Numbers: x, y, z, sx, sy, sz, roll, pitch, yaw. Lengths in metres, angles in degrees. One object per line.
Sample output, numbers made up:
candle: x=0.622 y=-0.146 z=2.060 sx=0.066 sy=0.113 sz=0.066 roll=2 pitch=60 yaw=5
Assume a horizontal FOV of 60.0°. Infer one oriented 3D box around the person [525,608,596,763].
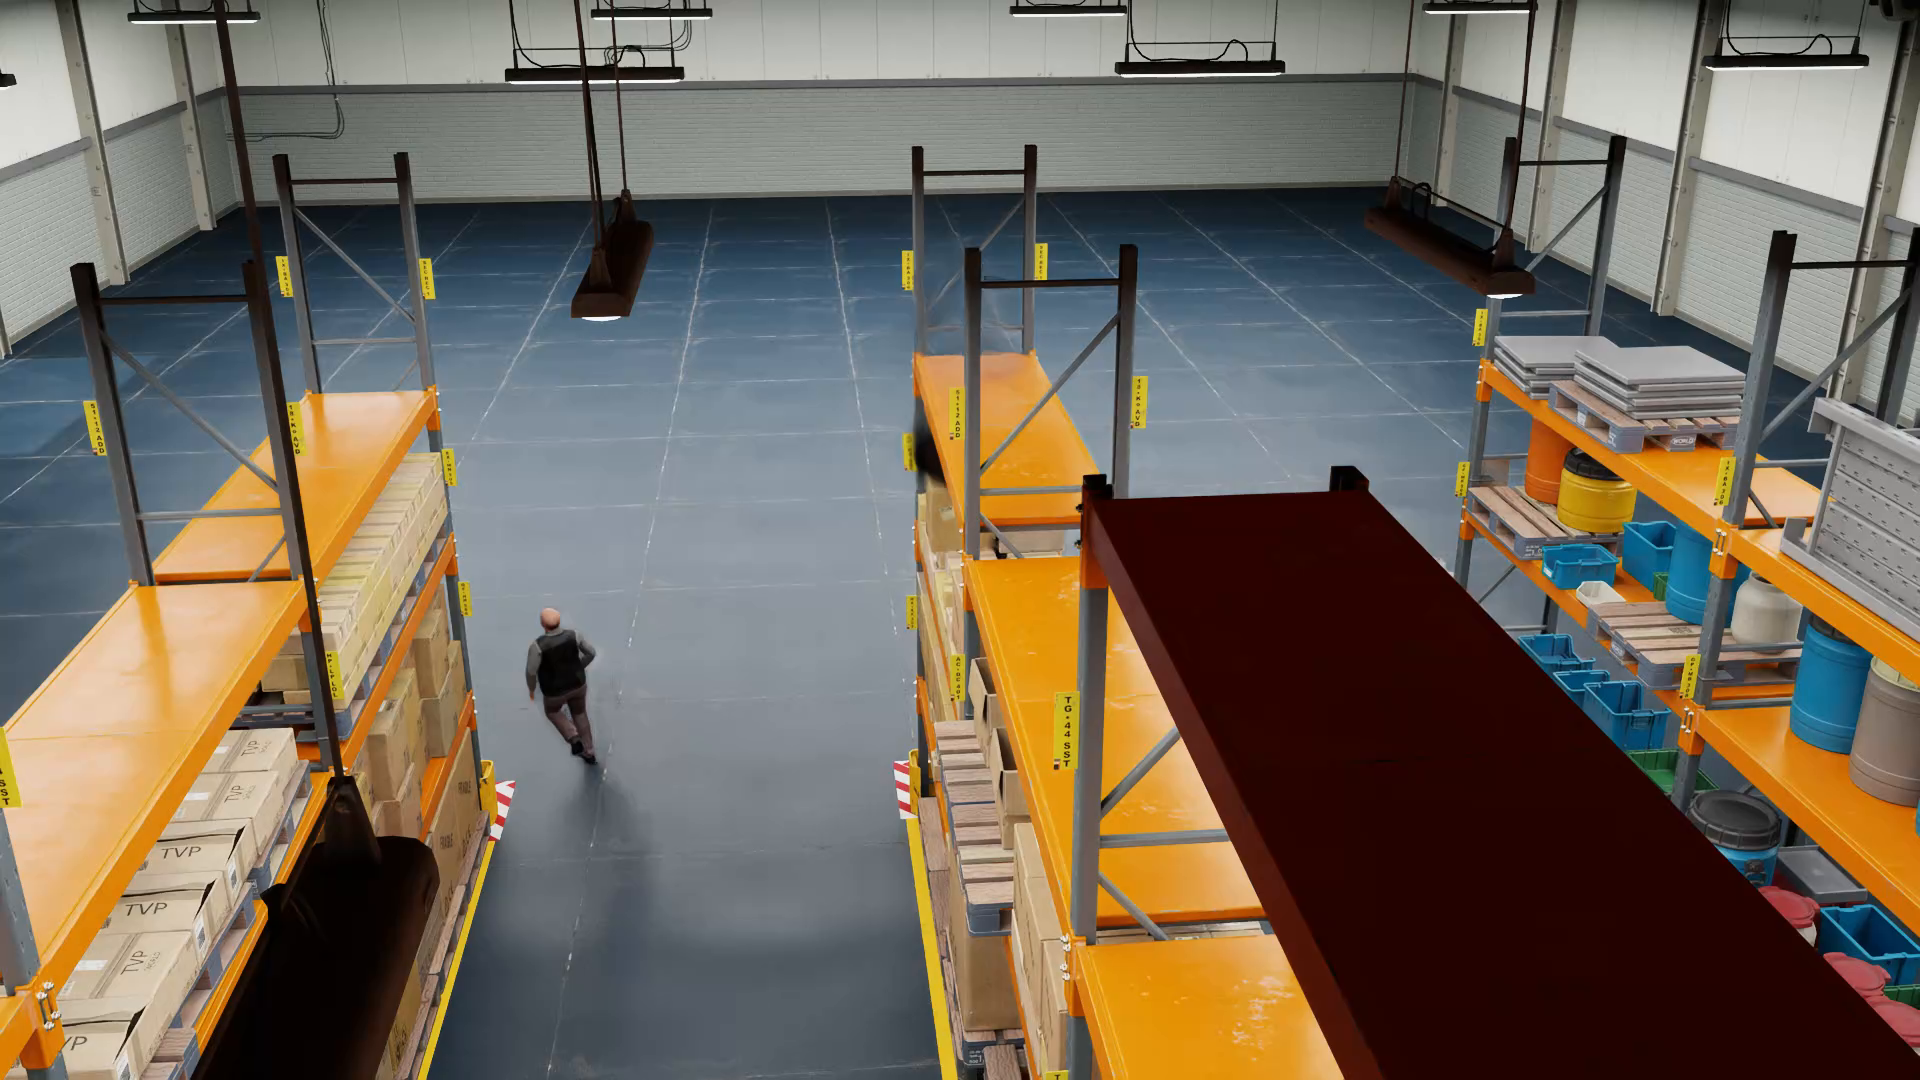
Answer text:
person: x=-3.838 y=1.385 z=15.904 sx=0.712 sy=1.656 sz=0.527 roll=-13 pitch=25 yaw=-29
